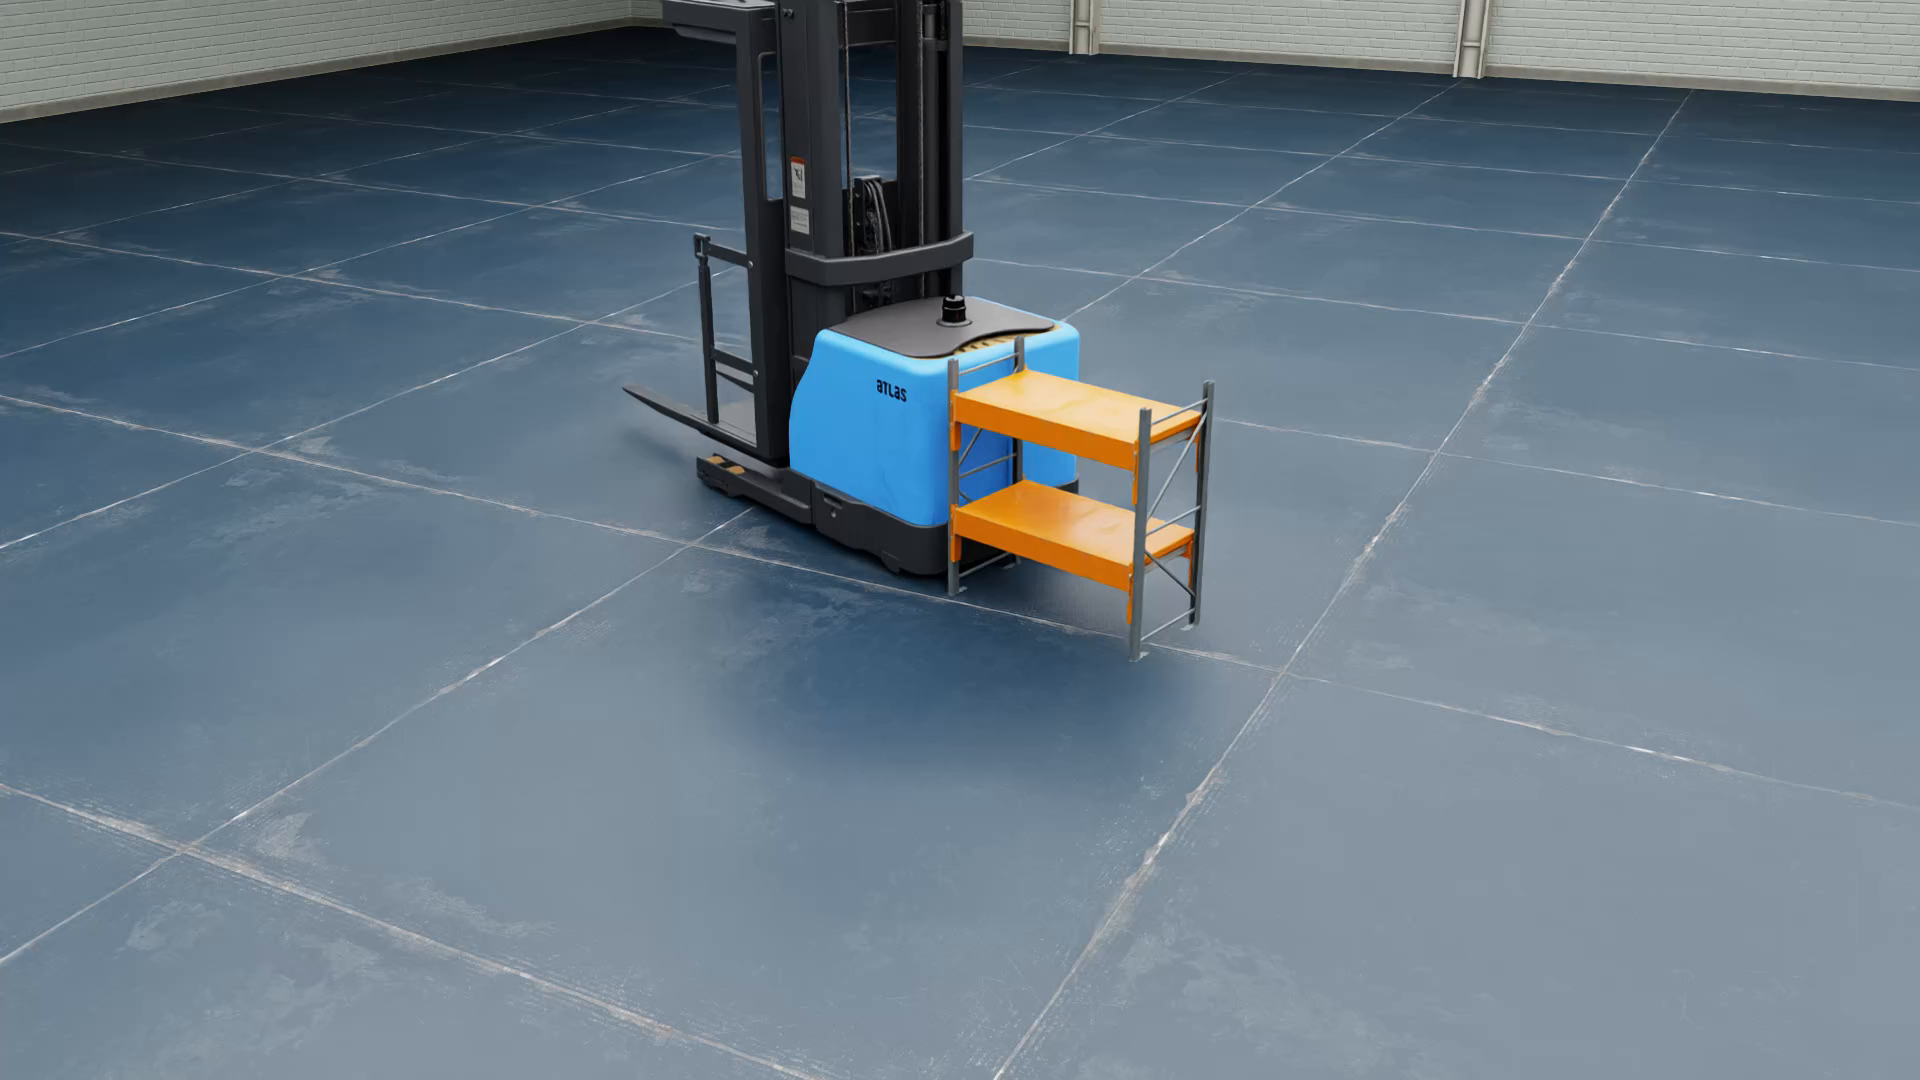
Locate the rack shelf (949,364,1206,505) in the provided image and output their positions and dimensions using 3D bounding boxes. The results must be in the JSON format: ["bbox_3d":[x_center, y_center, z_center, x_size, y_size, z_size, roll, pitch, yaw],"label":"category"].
[{"bbox_3d":[0.504,-0.473,7.177,1.000,0.278,0.538,19,29,37],"label":"rack shelf"}]

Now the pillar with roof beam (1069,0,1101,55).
[{"bbox_3d":[0.031,-10.374,21.146,0.400,9.000,9.100,11,25,25],"label":"pillar with roof beam"}]

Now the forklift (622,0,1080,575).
[{"bbox_3d":[-0.756,-1.687,8.471,1.130,2.935,3.031,-19,29,-37],"label":"forklift"}]

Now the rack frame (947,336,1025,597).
[{"bbox_3d":[0.120,-0.334,7.598,0.032,1.125,0.500,19,29,37],"label":"rack frame"}]

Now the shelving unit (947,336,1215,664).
[{"bbox_3d":[0.504,-0.204,7.291,1.048,1.125,0.538,19,29,37],"label":"shelving unit"}]

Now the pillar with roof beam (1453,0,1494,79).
[{"bbox_3d":[5.386,-9.315,18.655,0.400,9.000,9.100,11,25,25],"label":"pillar with roof beam"}]

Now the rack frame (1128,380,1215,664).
[{"bbox_3d":[0.888,-0.073,6.985,0.032,1.125,0.500,19,29,37],"label":"rack frame"}]

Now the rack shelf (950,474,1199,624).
[{"bbox_3d":[0.504,0.021,7.387,1.000,0.278,0.538,19,29,37],"label":"rack shelf"}]
